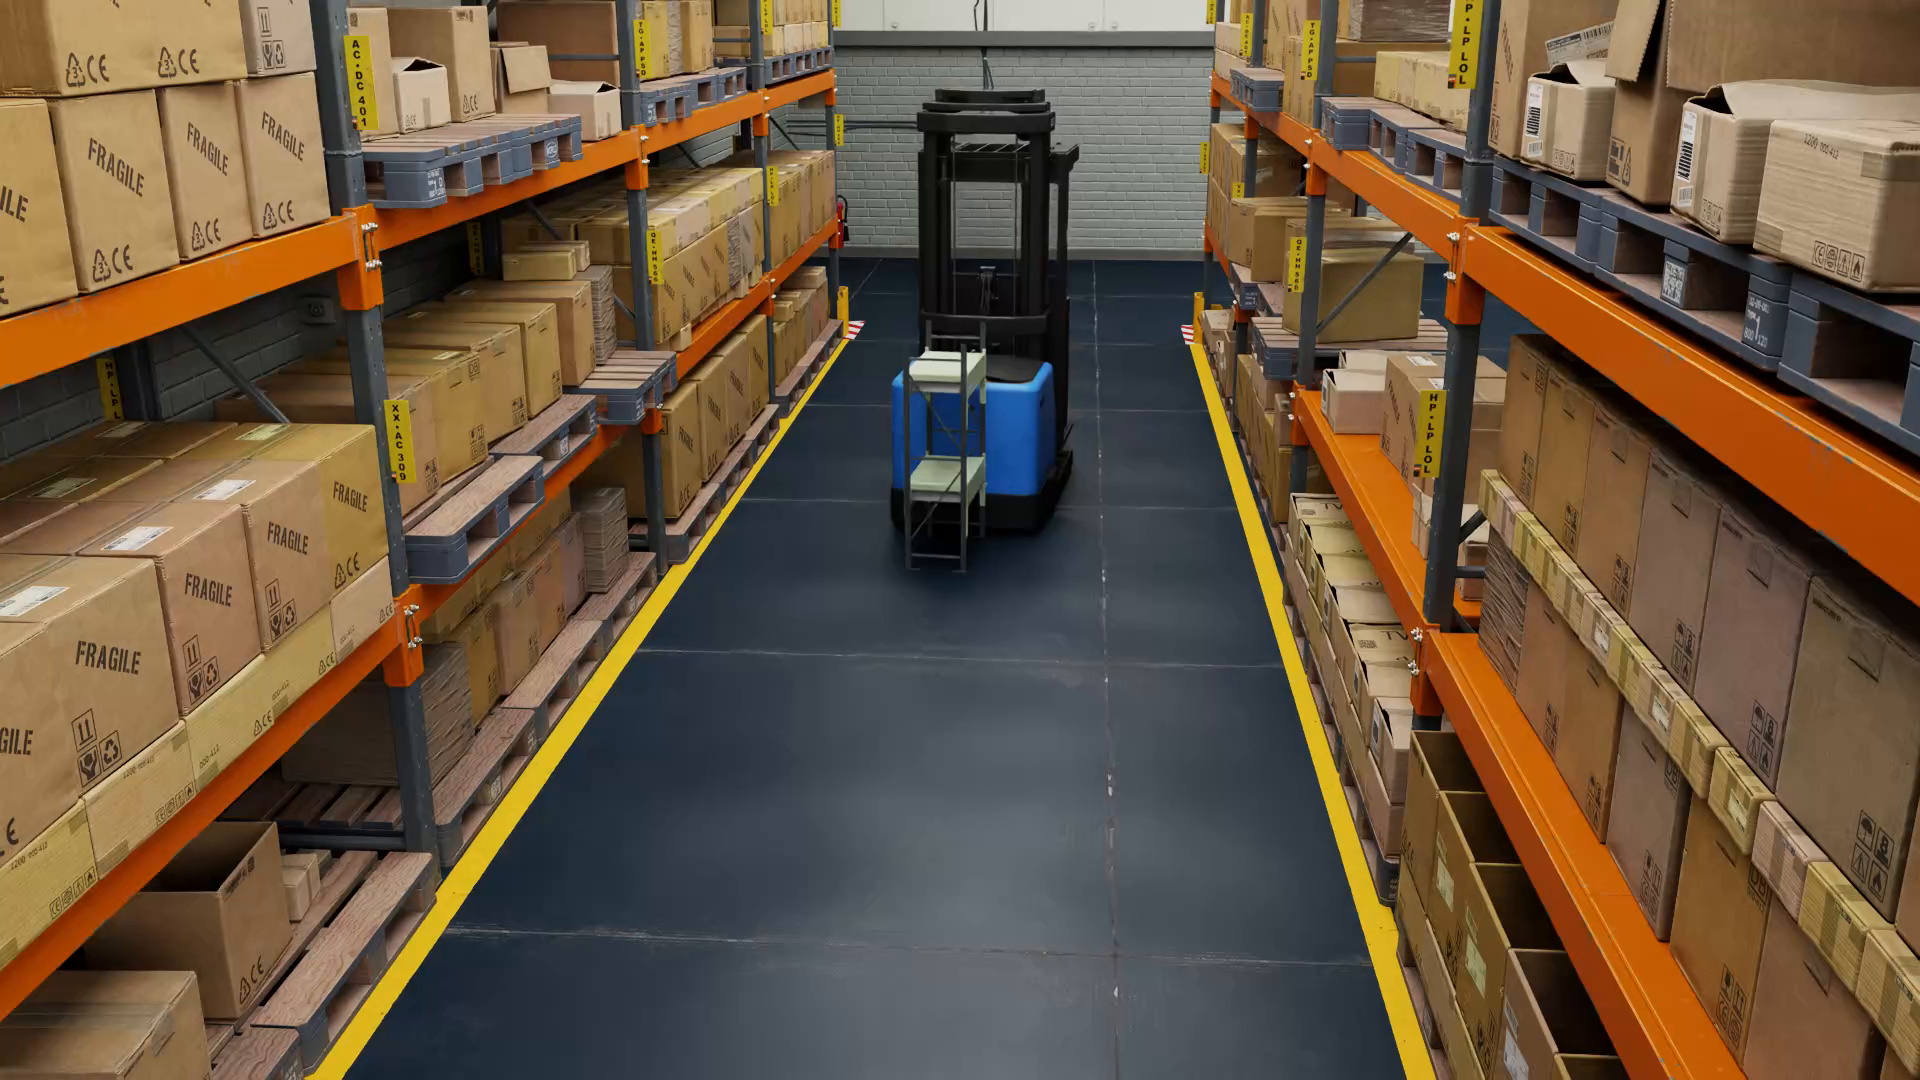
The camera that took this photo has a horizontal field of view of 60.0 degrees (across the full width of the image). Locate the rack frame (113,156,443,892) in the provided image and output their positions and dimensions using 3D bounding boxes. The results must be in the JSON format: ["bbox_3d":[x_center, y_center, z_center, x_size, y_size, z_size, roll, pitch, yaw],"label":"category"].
[{"bbox_3d":[-2.686,0.026,6.525,1.000,3.000,0.127,1,18,4],"label":"rack frame"}]

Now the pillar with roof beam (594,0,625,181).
[{"bbox_3d":[1.368,-5.450,13.603,9.100,9.000,0.400,1,18,4],"label":"pillar with roof beam"}]

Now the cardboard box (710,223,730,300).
[{"bbox_3d":[-1.997,-2.038,12.154,0.500,0.500,0.500,2,18,5],"label":"cardboard box"}]

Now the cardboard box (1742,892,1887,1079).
[{"bbox_3d":[2.047,1.023,3.324,0.700,0.500,0.500,2,18,5],"label":"cardboard box"}]

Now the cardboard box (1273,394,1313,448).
[{"bbox_3d":[2.374,-0.797,11.143,0.500,0.250,0.500,2,18,6],"label":"cardboard box"}]

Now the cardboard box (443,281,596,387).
[{"bbox_3d":[-2.436,-1.152,9.255,0.700,0.500,0.500,0,18,-1],"label":"cardboard box"}]

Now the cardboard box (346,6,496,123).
[{"bbox_3d":[-2.479,-2.197,7.659,0.500,0.500,0.500,1,18,2],"label":"cardboard box"}]

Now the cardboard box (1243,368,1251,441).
[{"bbox_3d":[2.523,-1.059,13.146,0.500,0.500,0.500,2,18,5],"label":"cardboard box"}]

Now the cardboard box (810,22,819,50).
[{"bbox_3d":[-1.650,-4.907,16.169,0.500,0.250,0.500,1,18,2],"label":"cardboard box"}]

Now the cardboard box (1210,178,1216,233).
[{"bbox_3d":[2.789,-3.346,16.658,0.500,0.500,0.500,1,18,3],"label":"cardboard box"}]

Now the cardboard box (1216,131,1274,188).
[{"bbox_3d":[2.749,-3.664,16.021,0.500,0.500,0.500,2,18,5],"label":"cardboard box"}]

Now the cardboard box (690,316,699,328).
[{"bbox_3d":[-2.081,-1.603,11.870,0.380,0.149,0.250,2,18,5],"label":"cardboard box"}]

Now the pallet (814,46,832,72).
[{"bbox_3d":[-1.869,-4.853,16.742,1.003,0.211,1.213,1,18,4],"label":"pallet"}]

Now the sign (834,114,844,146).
[{"bbox_3d":[-1.286,-4.347,17.632,0.100,0.325,0.005,1,18,4],"label":"sign"}]

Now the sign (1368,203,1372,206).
[{"bbox_3d":[3.382,-2.888,13.559,0.100,0.325,0.005,1,18,4],"label":"sign"}]

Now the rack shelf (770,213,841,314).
[{"bbox_3d":[-1.970,-2.737,16.115,1.077,0.370,4.000,1,18,4],"label":"rack shelf"}]

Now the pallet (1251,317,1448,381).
[{"bbox_3d":[2.520,-1.227,10.660,1.213,0.211,1.003,1,18,4],"label":"pallet"}]

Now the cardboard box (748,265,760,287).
[{"bbox_3d":[-1.849,-2.158,13.563,0.380,0.149,0.250,2,18,5],"label":"cardboard box"}]

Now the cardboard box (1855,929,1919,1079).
[{"bbox_3d":[1.823,0.818,2.906,0.380,0.149,0.250,2,18,5],"label":"cardboard box"}]

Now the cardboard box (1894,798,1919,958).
[{"bbox_3d":[2.018,0.553,2.674,0.700,0.500,0.500,1,18,4],"label":"cardboard box"}]

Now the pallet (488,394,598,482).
[{"bbox_3d":[-2.501,-0.509,8.467,1.003,0.211,1.213,1,18,4],"label":"pallet"}]

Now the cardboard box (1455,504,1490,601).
[{"bbox_3d":[2.246,0.053,6.684,0.500,0.250,0.500,2,18,7],"label":"cardboard box"}]

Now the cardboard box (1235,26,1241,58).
[{"bbox_3d":[2.631,-4.253,14.205,0.500,0.250,0.500,1,18,4],"label":"cardboard box"}]

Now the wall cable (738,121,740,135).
[{"bbox_3d":[-2.678,-4.602,19.019,0.084,1.984,1.851,1,18,4],"label":"wall cable"}]

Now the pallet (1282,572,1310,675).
[{"bbox_3d":[2.444,0.473,9.639,1.003,0.211,1.213,1,18,4],"label":"pallet"}]

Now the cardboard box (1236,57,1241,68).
[{"bbox_3d":[2.644,-4.015,14.282,0.500,0.250,0.500,1,18,4],"label":"cardboard box"}]

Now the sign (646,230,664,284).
[{"bbox_3d":[-1.858,-1.719,10.120,0.100,0.325,0.005,1,18,4],"label":"sign"}]

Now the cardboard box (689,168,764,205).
[{"bbox_3d":[-1.891,-2.862,13.466,0.500,0.250,0.500,2,18,5],"label":"cardboard box"}]

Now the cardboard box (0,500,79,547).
[{"bbox_3d":[-3.011,0.188,5.035,0.500,0.500,0.500,2,18,5],"label":"cardboard box"}]

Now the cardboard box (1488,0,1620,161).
[{"bbox_3d":[1.956,-1.453,5.162,0.500,0.500,0.500,3,18,8],"label":"cardboard box"}]

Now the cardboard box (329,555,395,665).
[{"bbox_3d":[-2.418,0.242,6.076,0.500,0.250,0.500,1,18,4],"label":"cardboard box"}]

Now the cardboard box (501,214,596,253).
[{"bbox_3d":[-2.626,-1.917,10.582,0.500,0.250,0.500,2,18,5],"label":"cardboard box"}]

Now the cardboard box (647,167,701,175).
[{"bbox_3d":[-2.406,-2.876,13.508,0.500,0.250,0.500,2,18,6],"label":"cardboard box"}]

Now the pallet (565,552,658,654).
[{"bbox_3d":[-2.457,0.352,10.010,1.003,0.211,1.213,1,18,4],"label":"pallet"}]

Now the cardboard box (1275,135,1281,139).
[{"bbox_3d":[3.290,-3.651,15.983,0.500,0.500,0.500,2,18,5],"label":"cardboard box"}]

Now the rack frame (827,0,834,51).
[{"bbox_3d":[-1.826,-6.551,16.965,1.000,3.000,0.127,1,18,4],"label":"rack frame"}]

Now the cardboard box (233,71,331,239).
[{"bbox_3d":[-2.476,-1.293,5.541,0.500,0.500,0.500,2,18,5],"label":"cardboard box"}]

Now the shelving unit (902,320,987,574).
[{"bbox_3d":[-0.093,-0.622,10.912,0.431,1.500,0.755,3,18,10],"label":"shelving unit"}]

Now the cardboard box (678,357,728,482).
[{"bbox_3d":[-2.147,-0.891,12.104,0.750,0.750,0.750,1,18,4],"label":"cardboard box"}]

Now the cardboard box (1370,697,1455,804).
[{"bbox_3d":[1.998,0.844,6.870,0.500,0.311,0.500,1,18,4],"label":"cardboard box"}]

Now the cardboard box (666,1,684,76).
[{"bbox_3d":[-2.361,-3.541,11.728,0.700,0.500,0.500,1,18,4],"label":"cardboard box"}]

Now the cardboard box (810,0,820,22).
[{"bbox_3d":[-1.653,-5.269,16.072,0.500,0.500,0.500,2,18,6],"label":"cardboard box"}]

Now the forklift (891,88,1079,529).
[{"bbox_3d":[0.283,-1.886,12.471,1.130,2.935,3.031,3,18,10],"label":"forklift"}]

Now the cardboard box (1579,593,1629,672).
[{"bbox_3d":[1.954,0.260,4.611,0.380,0.149,0.250,1,18,2],"label":"cardboard box"}]

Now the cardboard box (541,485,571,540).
[{"bbox_3d":[-2.503,-0.193,9.298,0.500,0.250,0.500,2,18,5],"label":"cardboard box"}]

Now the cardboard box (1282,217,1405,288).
[{"bbox_3d":[2.763,-2.046,12.014,0.700,0.500,0.500,-3,18,-10],"label":"cardboard box"}]

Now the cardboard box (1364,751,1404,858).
[{"bbox_3d":[1.995,1.108,6.967,0.500,0.250,0.500,1,18,3],"label":"cardboard box"}]

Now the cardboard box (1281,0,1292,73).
[{"bbox_3d":[2.693,-3.706,12.103,0.600,0.600,0.600,1,18,3],"label":"cardboard box"}]

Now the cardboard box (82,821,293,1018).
[{"bbox_3d":[-2.721,1.328,5.859,0.500,0.500,0.500,0,18,0],"label":"cardboard box"}]

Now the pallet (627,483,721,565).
[{"bbox_3d":[-2.268,-0.134,11.493,1.003,0.211,1.213,1,18,4],"label":"pallet"}]

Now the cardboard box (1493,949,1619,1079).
[{"bbox_3d":[1.804,1.490,4.597,0.500,0.500,0.500,1,18,4],"label":"cardboard box"}]

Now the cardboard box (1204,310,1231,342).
[{"bbox_3d":[2.757,-2.176,16.955,0.500,0.250,0.500,1,18,4],"label":"cardboard box"}]

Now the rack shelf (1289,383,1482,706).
[{"bbox_3d":[2.398,-0.143,8.199,1.077,0.370,4.000,1,18,4],"label":"rack shelf"}]
